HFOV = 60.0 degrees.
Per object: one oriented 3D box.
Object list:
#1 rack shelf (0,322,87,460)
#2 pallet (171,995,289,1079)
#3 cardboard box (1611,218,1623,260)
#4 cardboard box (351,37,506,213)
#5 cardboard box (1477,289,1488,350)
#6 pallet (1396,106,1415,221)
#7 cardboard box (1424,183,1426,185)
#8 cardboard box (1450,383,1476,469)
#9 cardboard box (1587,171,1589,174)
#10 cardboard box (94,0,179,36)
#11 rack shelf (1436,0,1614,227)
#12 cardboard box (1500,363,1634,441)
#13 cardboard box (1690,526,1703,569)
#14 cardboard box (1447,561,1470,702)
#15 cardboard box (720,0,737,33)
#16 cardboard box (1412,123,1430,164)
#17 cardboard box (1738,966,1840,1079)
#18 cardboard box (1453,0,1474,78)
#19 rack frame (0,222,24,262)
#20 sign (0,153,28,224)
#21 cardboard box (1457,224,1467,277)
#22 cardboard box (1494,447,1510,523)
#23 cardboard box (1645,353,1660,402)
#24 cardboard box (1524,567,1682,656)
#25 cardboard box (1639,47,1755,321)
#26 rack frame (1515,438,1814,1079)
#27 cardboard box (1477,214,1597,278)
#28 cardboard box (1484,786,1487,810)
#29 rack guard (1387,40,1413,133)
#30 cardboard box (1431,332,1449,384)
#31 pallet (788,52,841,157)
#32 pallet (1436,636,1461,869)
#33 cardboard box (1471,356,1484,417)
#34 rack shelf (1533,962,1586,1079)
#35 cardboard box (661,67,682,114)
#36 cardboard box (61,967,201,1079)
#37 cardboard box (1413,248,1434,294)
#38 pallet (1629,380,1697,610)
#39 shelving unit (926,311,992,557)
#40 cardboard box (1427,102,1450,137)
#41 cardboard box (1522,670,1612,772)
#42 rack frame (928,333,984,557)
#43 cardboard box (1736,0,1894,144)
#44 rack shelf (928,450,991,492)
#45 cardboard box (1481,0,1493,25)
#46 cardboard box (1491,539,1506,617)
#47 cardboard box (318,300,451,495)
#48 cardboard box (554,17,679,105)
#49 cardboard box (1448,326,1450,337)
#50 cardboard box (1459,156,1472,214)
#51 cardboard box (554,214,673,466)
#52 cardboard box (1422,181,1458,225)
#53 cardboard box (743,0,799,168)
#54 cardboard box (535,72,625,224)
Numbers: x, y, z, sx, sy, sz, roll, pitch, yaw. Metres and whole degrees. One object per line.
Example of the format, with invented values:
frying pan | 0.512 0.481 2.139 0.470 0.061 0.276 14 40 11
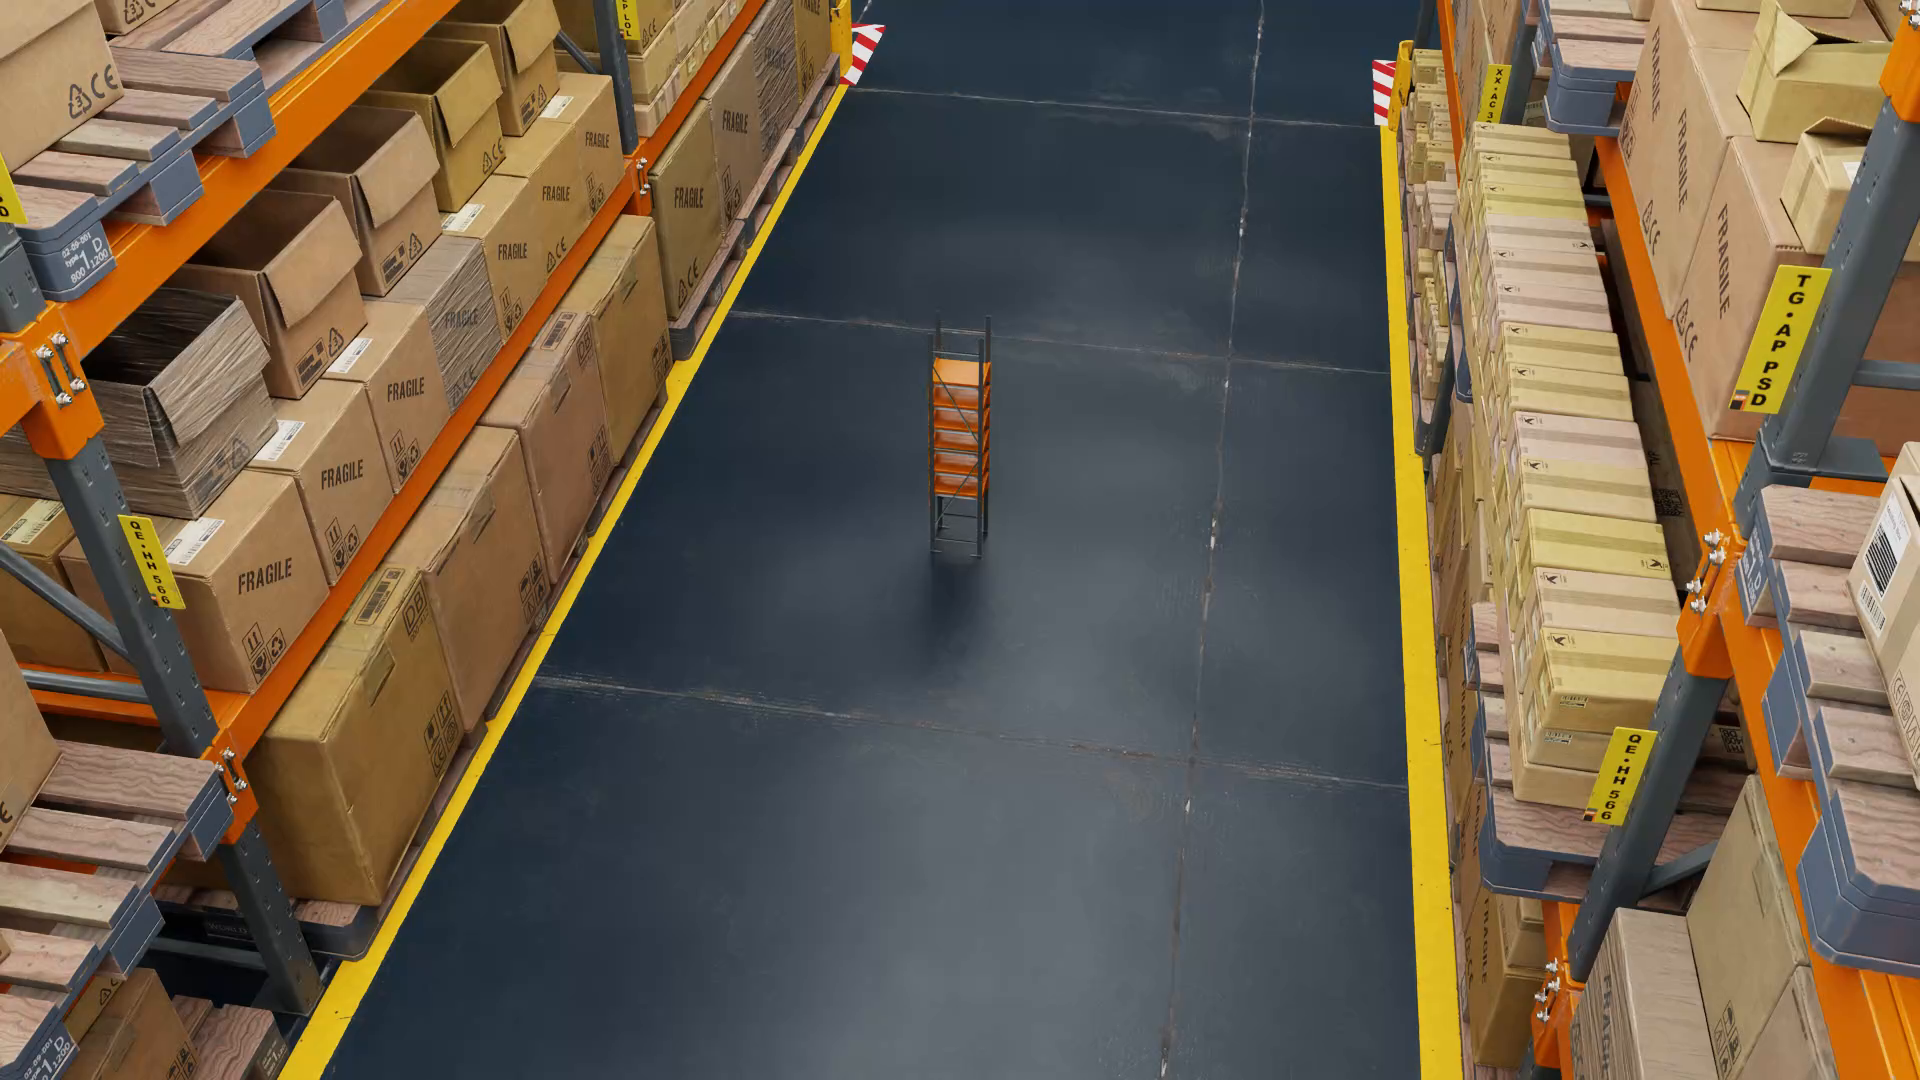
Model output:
rack shelf | -3.104 0.802 2.734 1.077 0.370 4.000 6 40 8
pallet | -2.895 1.990 5.274 1.003 0.211 1.213 6 40 8
cardboard box | 2.928 -1.269 6.895 0.380 0.149 0.250 6 40 7
cardboard box | -2.298 -1.679 6.658 0.797 0.503 0.637 7 40 8
cardboard box | 2.105 -0.800 6.095 0.380 0.149 0.250 8 40 9
pallet | 3.305 -2.357 10.531 1.003 0.211 1.213 6 40 8
cardboard box | 2.985 -2.106 9.947 0.380 0.149 0.250 6 40 8
cardboard box | 2.414 -0.527 7.174 0.500 0.250 0.500 5 40 6
cardboard box | 3.139 -1.863 7.943 0.380 0.149 0.250 5 40 6
cardboard box | -2.661 -1.873 4.996 0.500 0.500 0.500 8 40 10
rack shelf | 3.148 -2.452 9.024 1.077 0.370 4.000 6 40 8
cardboard box | 1.969 -0.428 5.411 0.380 0.149 0.250 8 40 10
cardboard box | 2.568 0.038 5.315 0.380 0.149 0.250 8 40 9
cardboard box | 2.245 0.424 6.612 0.500 0.500 0.500 7 40 8
cardboard box | -1.463 -2.951 9.259 0.380 0.149 0.250 7 40 8
cardboard box | 2.941 -2.384 10.051 0.380 0.149 0.250 8 40 9
cardboard box | 1.936 1.210 3.166 0.700 0.500 0.500 6 40 7
cardboard box | 2.786 -2.600 8.326 0.500 0.500 0.500 6 40 7
rack frame | -2.758 -1.887 3.067 1.000 3.000 0.127 6 40 8
sign | -2.224 -0.869 3.784 0.100 0.325 0.005 6 40 8
cardboard box | 2.238 -1.168 6.774 0.380 0.149 0.250 7 40 8
cardboard box | 1.923 -0.150 5.309 0.380 0.149 0.250 6 40 7
cardboard box | 2.752 -0.617 6.106 0.380 0.149 0.250 5 40 6
cardboard box | 1.789 0.226 4.620 0.380 0.149 0.250 6 40 7
cardboard box | 2.032 -0.860 4.101 0.500 0.500 0.500 6 40 8
rack frame | 2.110 1.036 4.240 1.000 3.000 0.127 6 40 8
cardboard box | 2.146 -1.080 6.199 0.380 0.149 0.250 6 40 7
cardboard box | 2.046 0.772 5.603 0.500 0.250 0.500 7 40 8
rack guard | 3.481 -2.974 11.051 1.175 0.500 0.348 6 40 8
cardboard box | 2.543 -0.885 8.238 0.380 0.149 0.250 7 40 9
pallet | -1.435 -3.010 11.322 1.003 0.211 1.213 6 40 8
pallet | 2.460 0.857 6.645 1.003 0.211 1.213 6 40 8
cardboard box | 2.060 -0.523 5.993 0.380 0.149 0.250 6 40 7
rack shelf | 1.764 2.568 2.951 1.077 0.370 4.000 6 40 8
cardboard box | -1.642 -2.302 8.474 0.380 0.149 0.250 5 40 6
cardboard box | -2.854 1.642 5.123 0.700 0.500 0.500 4 40 5
cardboard box | 2.713 -1.471 9.180 0.380 0.149 0.250 6 40 8
pallet | 2.412 -0.137 5.809 1.003 0.211 1.213 6 40 8
shelving unit | -0.002 -0.453 7.454 0.258 1.200 0.189 6 40 8
cardboard box | 3.008 -2.491 9.946 0.380 0.149 0.250 5 40 5
cardboard box | 1.747 0.496 4.527 0.380 0.149 0.250 7 40 9
rack frame | -0.018 -0.396 7.384 0.240 1.200 0.006 6 40 8
cardboard box | 1.998 -1.060 3.741 0.396 0.266 0.258 6 40 8
rack shelf | -0.002 -0.327 7.558 0.258 0.103 0.180 6 40 8
cardboard box | 2.701 -2.663 7.617 0.500 0.500 0.500 5 40 6
cardboard box | 1.878 0.137 5.194 0.380 0.149 0.250 6 40 7
cardboard box | -2.234 -0.534 6.060 0.500 0.500 0.500 6 40 7
cardboard box | -1.727 -2.408 8.289 0.500 0.250 0.500 6 40 7
cardboard box | 2.607 -1.019 8.166 0.380 0.149 0.250 7 40 9
cardboard box | 2.281 -1.458 6.890 0.380 0.149 0.250 7 40 8
cardboard box | -2.157 -1.024 8.069 1.225 0.875 0.875 7 40 8
cardboard box | 2.760 -1.846 9.166 0.380 0.149 0.250 5 40 6
cardboard box | -1.563 -2.957 10.407 0.875 0.875 0.875 6 40 8
cardboard box | -1.878 -1.800 7.591 0.500 0.500 0.500 7 40 8
